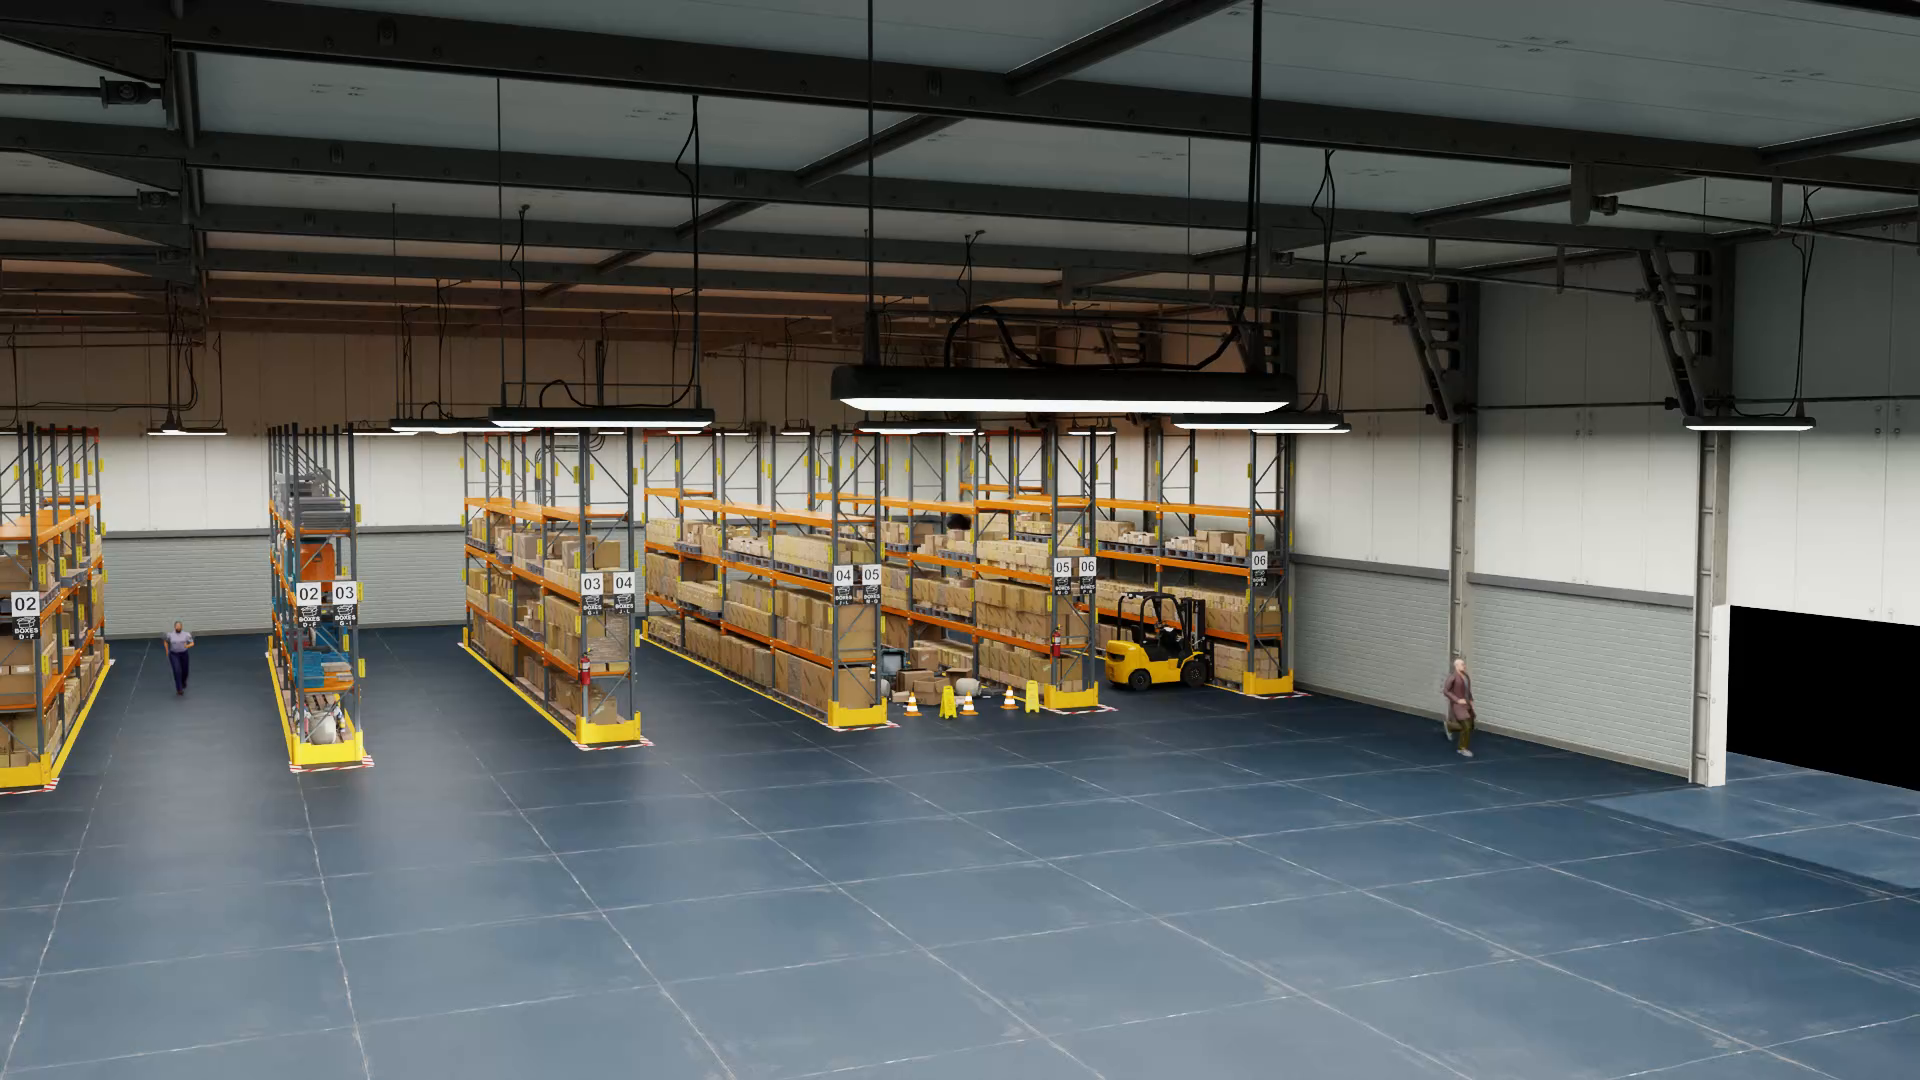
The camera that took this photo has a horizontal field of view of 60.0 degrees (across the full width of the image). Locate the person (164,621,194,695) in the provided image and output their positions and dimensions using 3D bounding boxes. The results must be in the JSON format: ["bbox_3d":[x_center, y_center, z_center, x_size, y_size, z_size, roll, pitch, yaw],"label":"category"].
[{"bbox_3d":[-17.502,2.623,37.283,0.610,1.619,0.855,-2,4,-29],"label":"person"}]

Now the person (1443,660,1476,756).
[{"bbox_3d":[9.052,3.026,30.226,0.730,1.723,0.717,-3,5,-40],"label":"person"}]

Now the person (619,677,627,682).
[{"bbox_3d":[-8.047,2.430,39.371,0.723,1.755,0.861,-2,4,-31],"label":"person"}]
